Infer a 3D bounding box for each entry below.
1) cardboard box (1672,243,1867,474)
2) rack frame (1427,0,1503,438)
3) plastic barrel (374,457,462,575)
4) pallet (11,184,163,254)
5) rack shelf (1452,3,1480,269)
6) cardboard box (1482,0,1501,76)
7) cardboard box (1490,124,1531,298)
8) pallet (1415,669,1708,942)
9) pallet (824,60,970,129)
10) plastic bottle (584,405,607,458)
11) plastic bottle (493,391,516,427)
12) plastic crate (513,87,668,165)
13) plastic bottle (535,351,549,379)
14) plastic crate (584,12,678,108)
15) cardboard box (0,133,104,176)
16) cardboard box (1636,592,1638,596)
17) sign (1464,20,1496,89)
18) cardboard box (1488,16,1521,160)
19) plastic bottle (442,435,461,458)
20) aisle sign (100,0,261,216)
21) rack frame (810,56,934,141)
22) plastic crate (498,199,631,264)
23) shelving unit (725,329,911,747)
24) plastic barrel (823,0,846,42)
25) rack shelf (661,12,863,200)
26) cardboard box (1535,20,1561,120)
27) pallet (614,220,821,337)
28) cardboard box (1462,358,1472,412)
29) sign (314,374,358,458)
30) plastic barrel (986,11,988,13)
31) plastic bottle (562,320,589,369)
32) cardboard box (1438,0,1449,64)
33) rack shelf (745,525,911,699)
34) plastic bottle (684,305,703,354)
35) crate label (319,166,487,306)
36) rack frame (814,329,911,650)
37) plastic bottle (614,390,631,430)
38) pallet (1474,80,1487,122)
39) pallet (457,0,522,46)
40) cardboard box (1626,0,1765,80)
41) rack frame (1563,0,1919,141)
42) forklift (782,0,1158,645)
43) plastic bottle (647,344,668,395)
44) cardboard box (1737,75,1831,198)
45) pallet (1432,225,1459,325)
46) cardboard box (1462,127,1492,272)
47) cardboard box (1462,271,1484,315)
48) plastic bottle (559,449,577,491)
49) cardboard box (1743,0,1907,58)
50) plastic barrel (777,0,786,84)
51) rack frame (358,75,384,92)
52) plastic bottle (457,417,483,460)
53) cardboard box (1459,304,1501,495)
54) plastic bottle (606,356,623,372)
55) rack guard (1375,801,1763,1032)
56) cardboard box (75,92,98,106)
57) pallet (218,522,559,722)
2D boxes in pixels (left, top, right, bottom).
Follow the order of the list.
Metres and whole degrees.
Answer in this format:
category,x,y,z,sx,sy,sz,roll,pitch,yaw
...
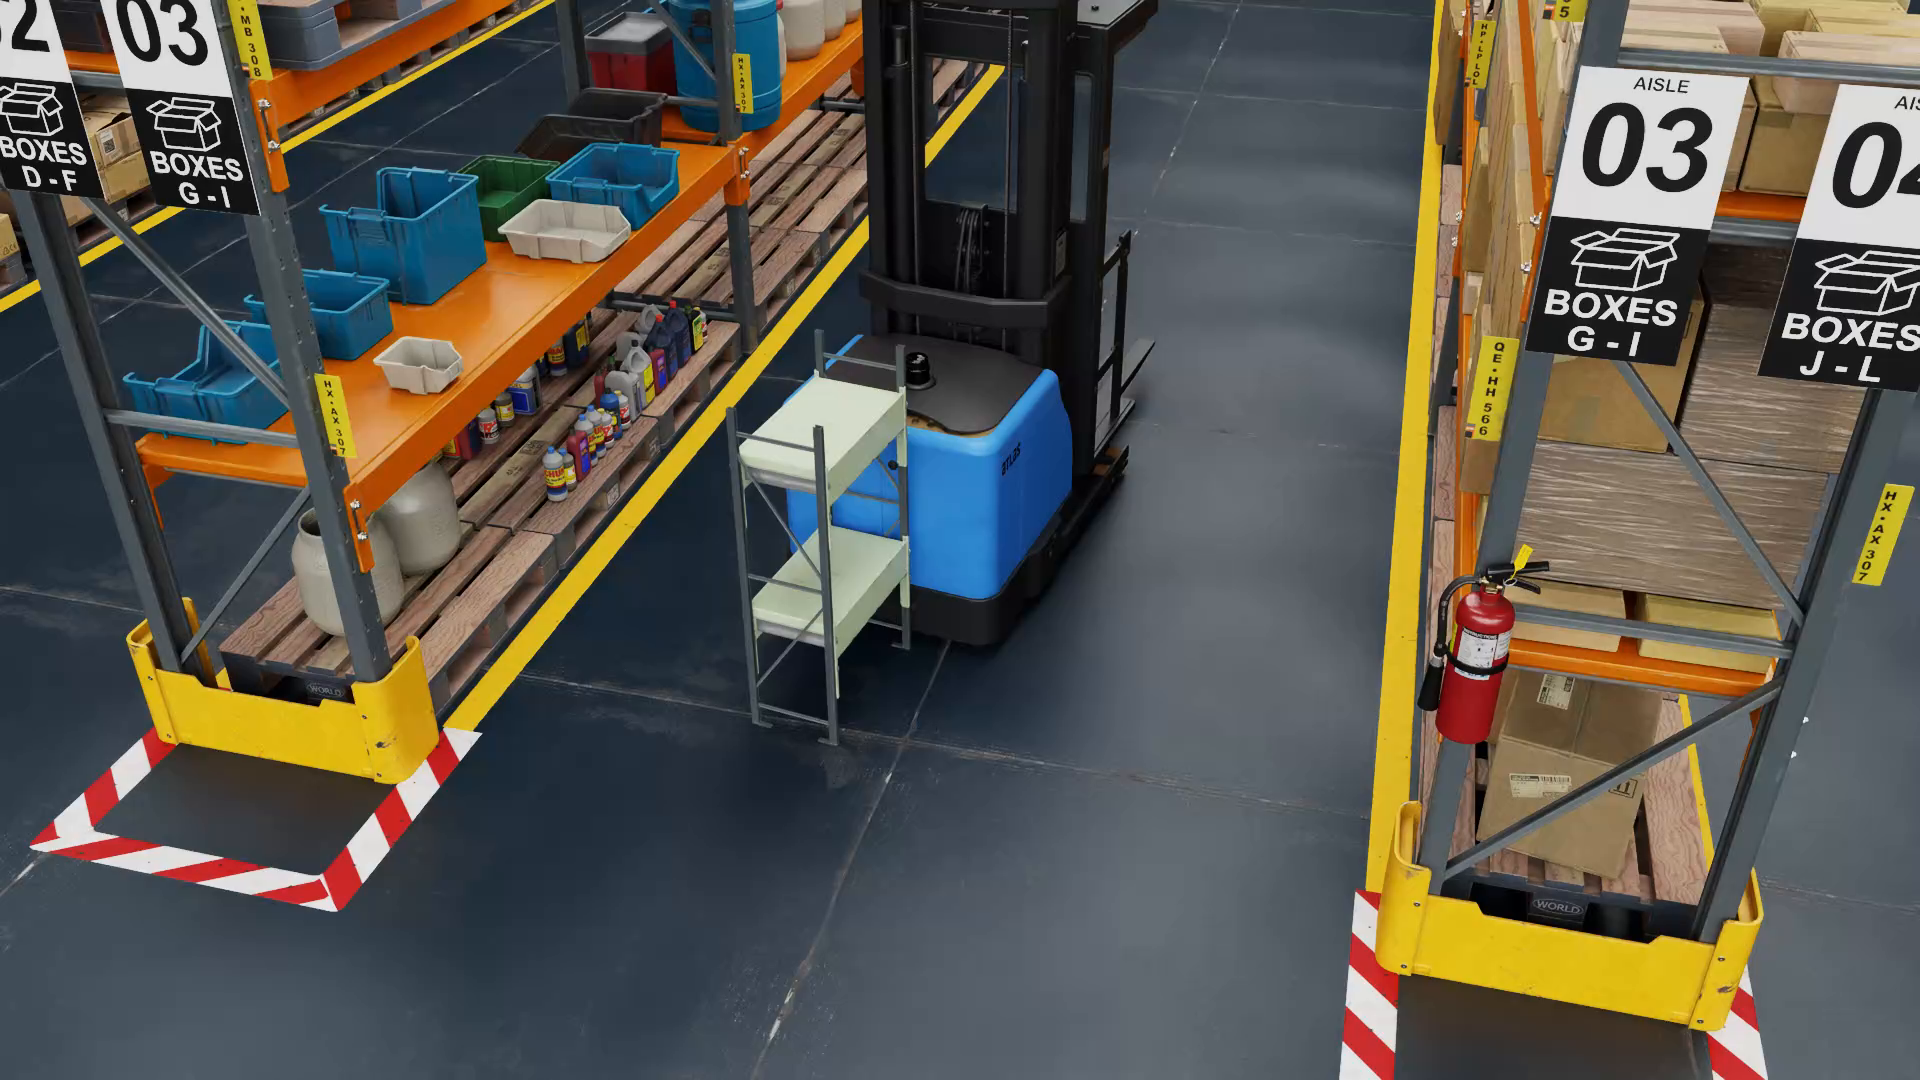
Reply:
category,x,y,z,sx,sy,sz,roll,pitch,yaw
cardboard box,2.455,-0.561,5.033,0.500,0.500,0.500,8,33,12
rack frame,3.067,-1.798,8.283,1.000,3.000,0.127,8,33,12
plastic barrel,-2.518,-0.136,7.596,0.421,0.512,0.421,0,32,0
pallet,-6.364,-2.360,11.765,1.003,0.211,1.213,8,33,12
rack shelf,3.575,-2.533,10.108,1.077,0.370,4.000,8,33,12
cardboard box,3.418,-2.931,9.577,0.797,0.503,0.637,11,34,17
cardboard box,2.204,-1.151,5.962,0.500,0.500,0.500,8,33,12
pallet,2.312,0.998,6.483,1.003,0.211,1.213,8,33,12
pallet,-0.549,-3.786,14.009,1.003,0.211,1.213,8,33,12
plastic bottle,-1.865,-0.559,8.467,0.097,0.271,0.097,0,32,0
plastic bottle,-2.405,-0.706,8.763,0.097,0.201,0.097,0,32,0
plastic crate,-1.979,-2.192,8.960,0.767,0.338,0.504,8,33,12
plastic bottle,-2.378,-1.080,9.212,0.144,0.351,0.185,7,33,10
plastic crate,-1.896,-2.793,9.787,0.402,0.464,0.583,8,33,12
cardboard box,-6.168,-2.583,11.166,0.500,0.311,0.500,8,33,13
cardboard box,2.437,0.141,5.467,0.380,0.149,0.250,8,33,12
sign,2.530,-2.361,8.088,0.100,0.325,0.005,8,33,12
cardboard box,2.582,-1.929,7.187,0.500,0.500,0.500,8,33,12
plastic bottle,-2.606,-0.573,8.484,0.152,0.276,0.135,8,33,13
aisle sign,-2.473,-1.417,5.260,0.394,0.787,0.004,8,33,12
rack frame,-0.708,-4.548,12.609,1.000,3.000,0.127,8,33,12
plastic crate,-1.890,-1.484,8.035,0.530,0.136,0.437,8,33,12
shelving unit,-0.549,-0.003,6.856,0.431,1.500,0.755,13,35,19
plastic barrel,-0.972,-3.602,10.993,0.433,0.535,0.433,0,32,0
rack shelf,-1.216,-3.207,11.169,1.077,0.370,4.000,8,33,12
cardboard box,2.053,-1.469,5.109,0.500,0.250,0.500,8,33,13
pallet,-1.562,-1.709,10.741,1.003,0.211,1.213,8,33,12
cardboard box,2.204,-0.585,6.609,0.380,0.149,0.250,8,33,12
sign,-2.207,-0.437,5.883,0.100,0.325,0.005,8,33,12
plastic barrel,-0.027,-5.268,15.306,0.600,0.901,0.708,8,33,12
plastic bottle,-2.190,-1.158,9.335,0.144,0.351,0.185,8,33,12
cardboard box,4.729,-4.432,14.014,1.225,0.875,0.875,7,33,11
rack shelf,-0.549,0.272,7.031,0.431,0.370,0.720,13,35,19
plastic bottle,-1.526,-1.217,9.491,0.061,0.283,0.133,10,34,15
crate label,-2.533,-1.404,7.629,0.502,0.435,0.616,8,33,12
rack frame,-0.408,-0.184,7.141,0.400,1.500,0.023,13,35,19
plastic bottle,-1.787,-0.688,8.735,0.097,0.201,0.097,0,32,0
pallet,3.620,-2.760,9.975,1.003,0.211,1.213,8,33,12
pallet,-4.961,-5.061,16.015,1.003,0.211,1.213,8,33,12
cardboard box,2.000,-1.399,4.627,0.380,0.149,0.250,7,33,11
rack frame,2.052,-2.254,3.408,1.000,3.000,0.127,8,33,12
forklift,0.243,-1.548,7.953,1.130,2.935,3.031,13,35,19
plastic bottle,-1.658,-0.949,9.068,0.061,0.283,0.133,10,34,16
cardboard box,2.425,-1.140,4.591,0.500,0.250,0.500,9,34,14
pallet,3.571,-1.661,10.666,1.003,0.211,1.213,8,33,12
cardboard box,2.732,-1.486,7.422,0.875,0.500,0.500,8,33,12
cardboard box,2.452,-1.105,7.427,0.380,0.149,0.250,8,33,12
plastic bottle,-1.951,-0.354,8.209,0.097,0.201,0.097,0,32,0
cardboard box,2.450,-1.474,4.745,0.380,0.149,0.250,7,33,12
plastic barrel,-1.268,-2.997,10.041,0.433,0.535,0.433,0,32,0
rack frame,-5.499,-5.225,13.673,1.000,3.000,0.127,8,33,12
plastic bottle,-2.503,-0.562,8.460,0.061,0.283,0.133,8,33,12
cardboard box,2.229,-0.448,5.788,0.875,0.500,0.500,8,33,12
plastic bottle,-1.844,-0.872,8.948,0.061,0.283,0.133,8,33,12
rack guard,2.072,1.293,5.750,1.175,0.500,0.348,8,33,12
cardboard box,-6.433,-3.181,12.107,0.500,0.311,0.500,8,33,12
pallet,-2.553,0.313,7.561,1.003,0.211,1.213,8,33,12
